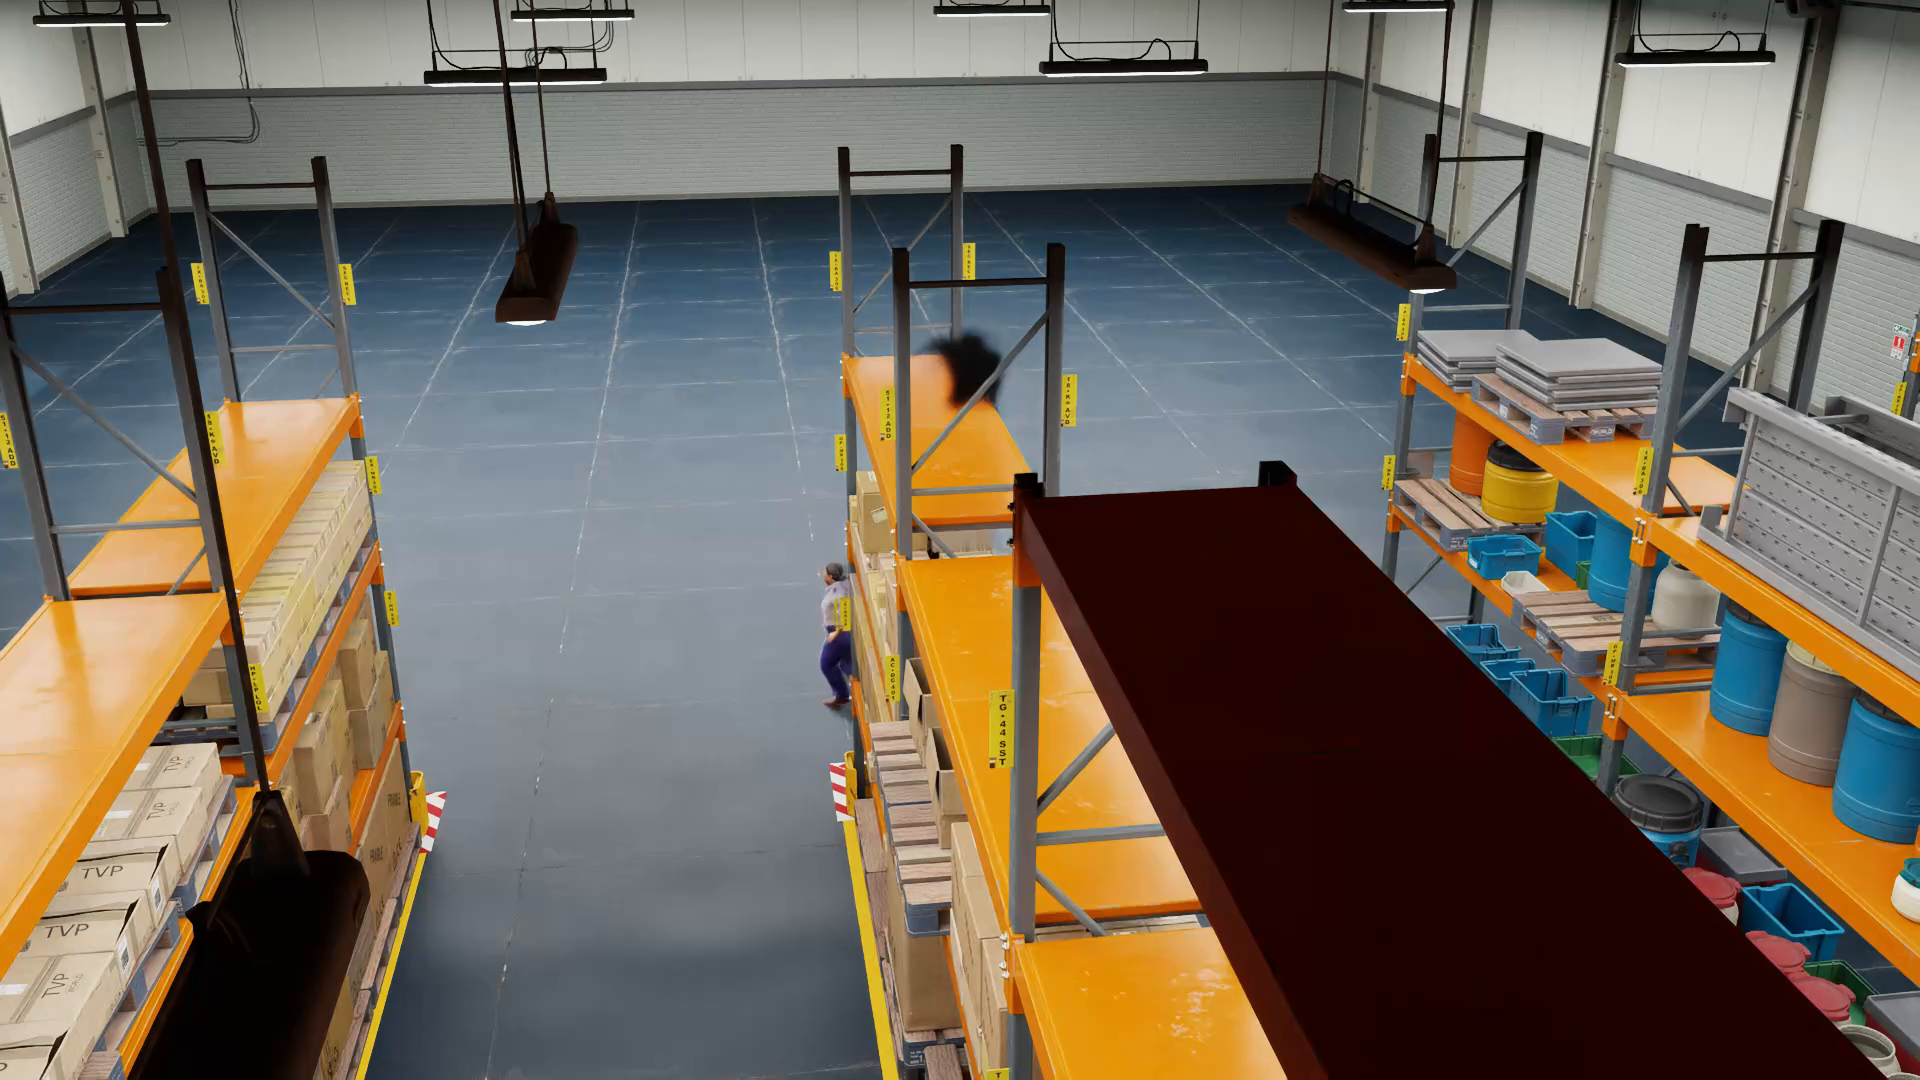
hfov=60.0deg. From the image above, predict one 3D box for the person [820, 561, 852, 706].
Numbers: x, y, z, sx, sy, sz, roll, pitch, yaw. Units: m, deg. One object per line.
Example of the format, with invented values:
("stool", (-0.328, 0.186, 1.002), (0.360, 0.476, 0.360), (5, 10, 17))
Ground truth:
("person", (-1.097, 0.993, 16.989), (0.699, 1.627, 0.599), (9, 23, 21))
